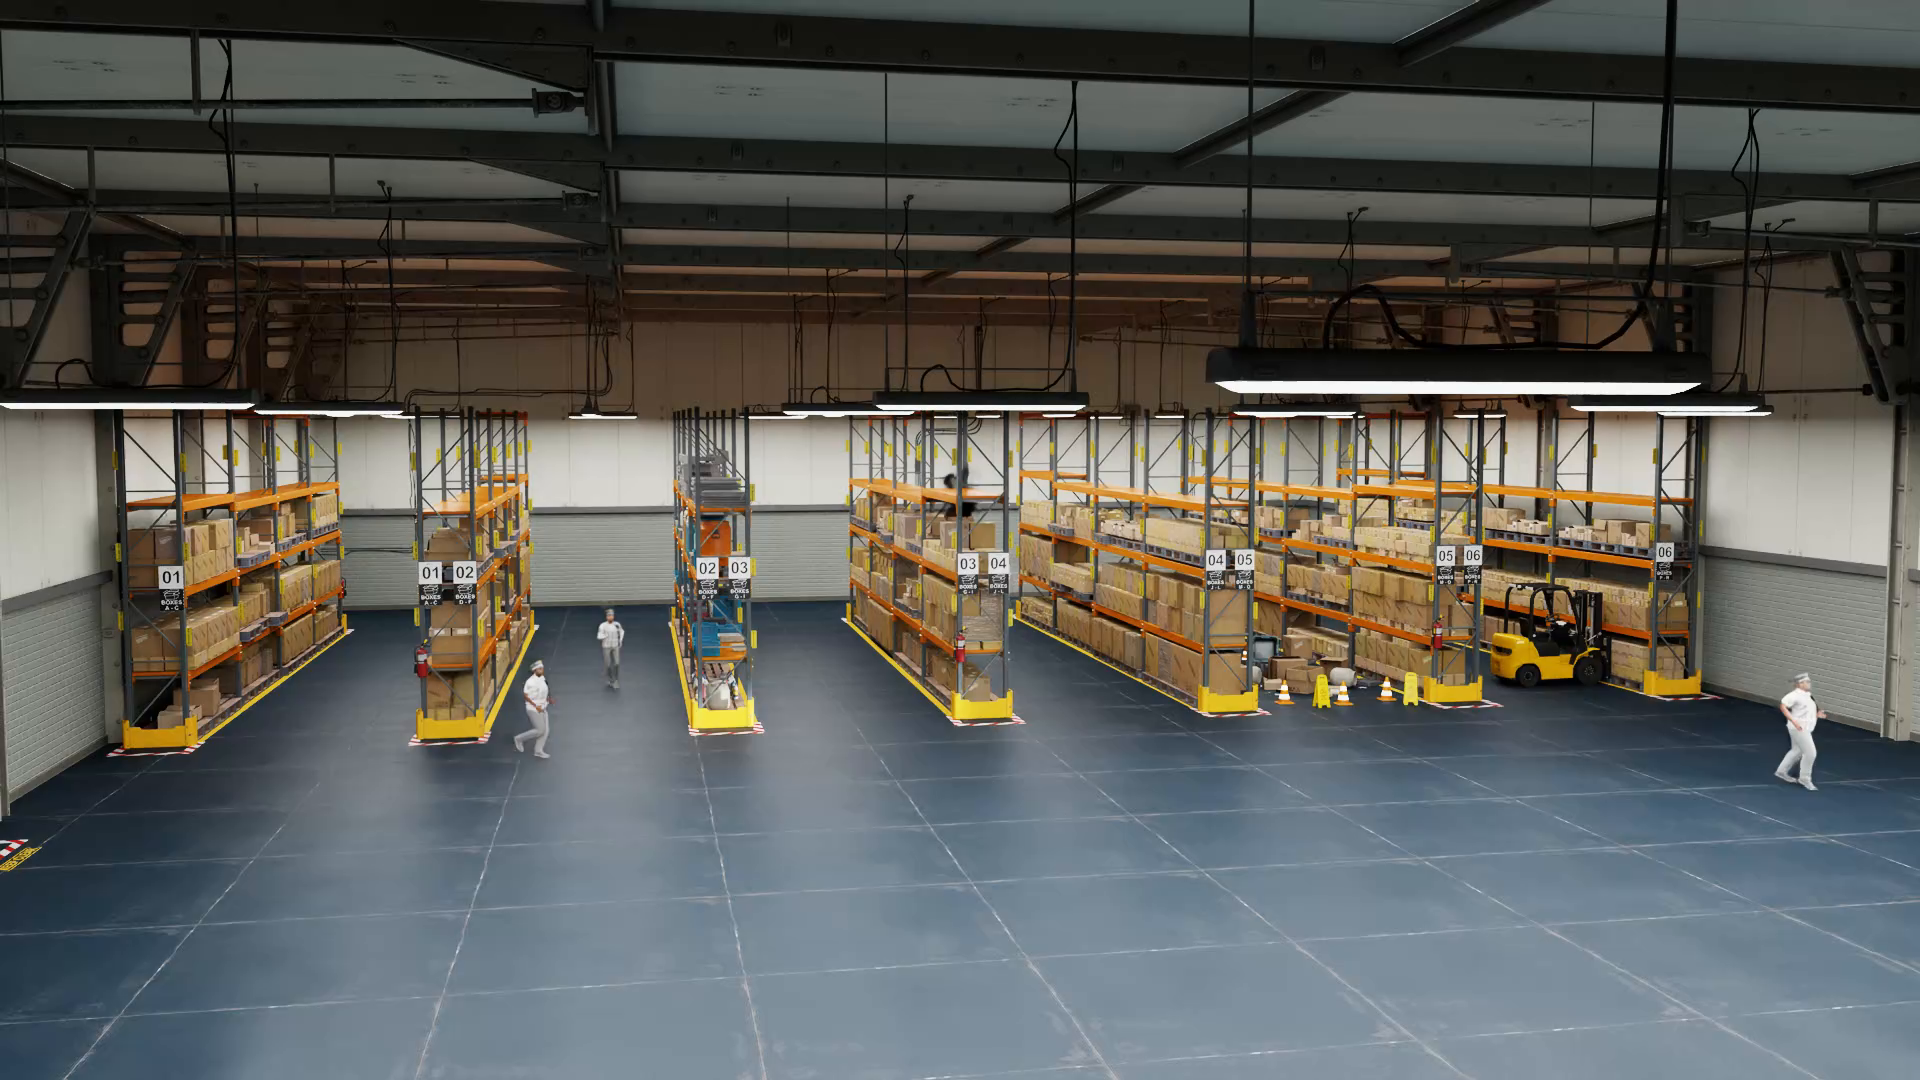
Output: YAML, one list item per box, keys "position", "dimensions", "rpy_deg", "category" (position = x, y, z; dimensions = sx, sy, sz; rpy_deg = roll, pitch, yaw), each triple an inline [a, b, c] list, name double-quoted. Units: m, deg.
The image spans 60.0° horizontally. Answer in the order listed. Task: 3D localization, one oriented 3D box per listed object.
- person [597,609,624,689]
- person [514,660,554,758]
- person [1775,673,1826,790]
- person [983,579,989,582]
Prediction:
- position: [-7.482, 2.342, 35.707]
  dimensions: [0.592, 1.734, 0.672]
  rpy_deg: [-1, 4, -19]
  category: "person"
- position: [-7.267, 2.881, 28.432]
  dimensions: [0.611, 1.679, 0.577]
  rpy_deg: [1, 4, 14]
  category: "person"
- position: [13.203, 2.998, 26.115]
  dimensions: [0.701, 1.856, 0.651]
  rpy_deg: [3, 5, 38]
  category: "person"
- position: [0.830, 1.615, 46.425]
  dimensions: [0.596, 1.628, 0.653]
  rpy_deg: [0, 4, -2]
  category: "person"
